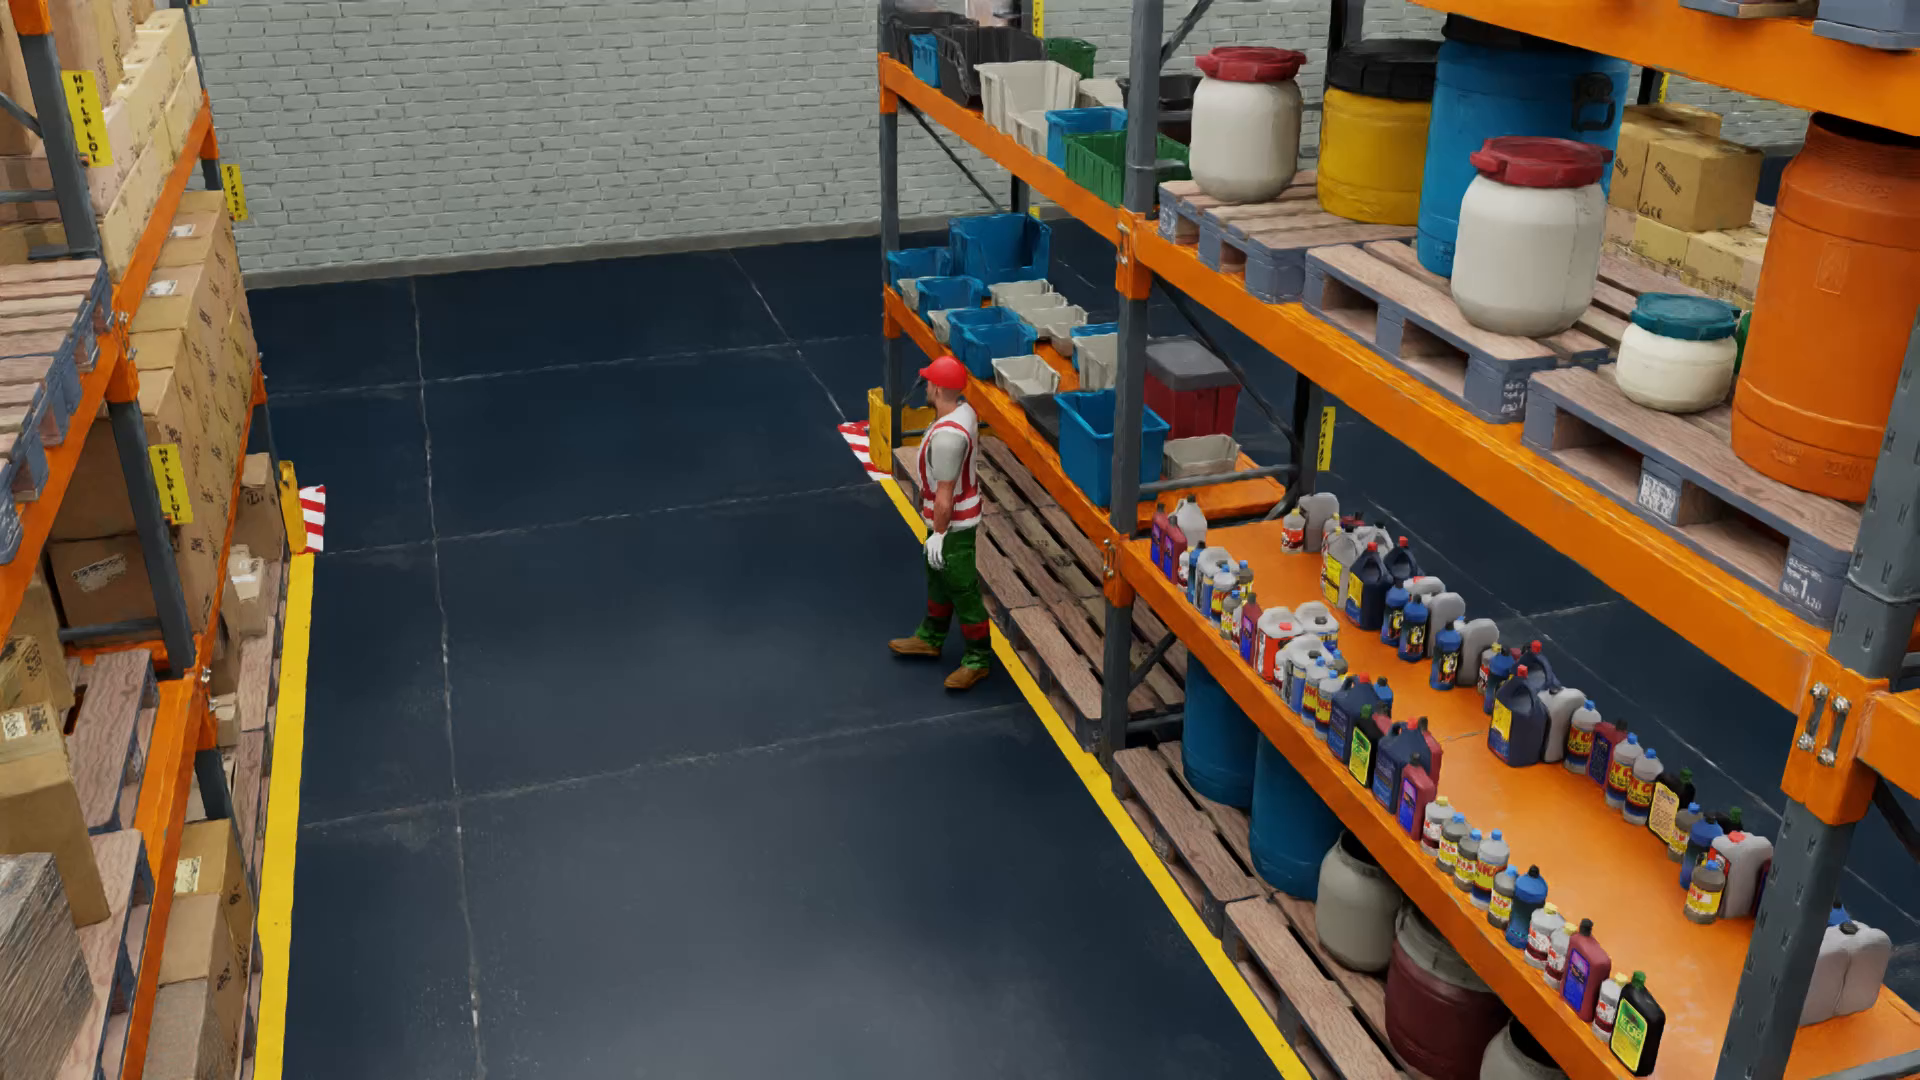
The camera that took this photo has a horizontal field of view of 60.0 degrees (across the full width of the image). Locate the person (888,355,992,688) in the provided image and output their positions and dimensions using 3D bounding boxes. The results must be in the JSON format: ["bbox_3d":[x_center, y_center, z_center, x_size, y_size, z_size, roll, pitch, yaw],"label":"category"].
[{"bbox_3d":[-0.113,-0.127,8.789,0.580,1.787,0.678,1,26,2],"label":"person"}]
